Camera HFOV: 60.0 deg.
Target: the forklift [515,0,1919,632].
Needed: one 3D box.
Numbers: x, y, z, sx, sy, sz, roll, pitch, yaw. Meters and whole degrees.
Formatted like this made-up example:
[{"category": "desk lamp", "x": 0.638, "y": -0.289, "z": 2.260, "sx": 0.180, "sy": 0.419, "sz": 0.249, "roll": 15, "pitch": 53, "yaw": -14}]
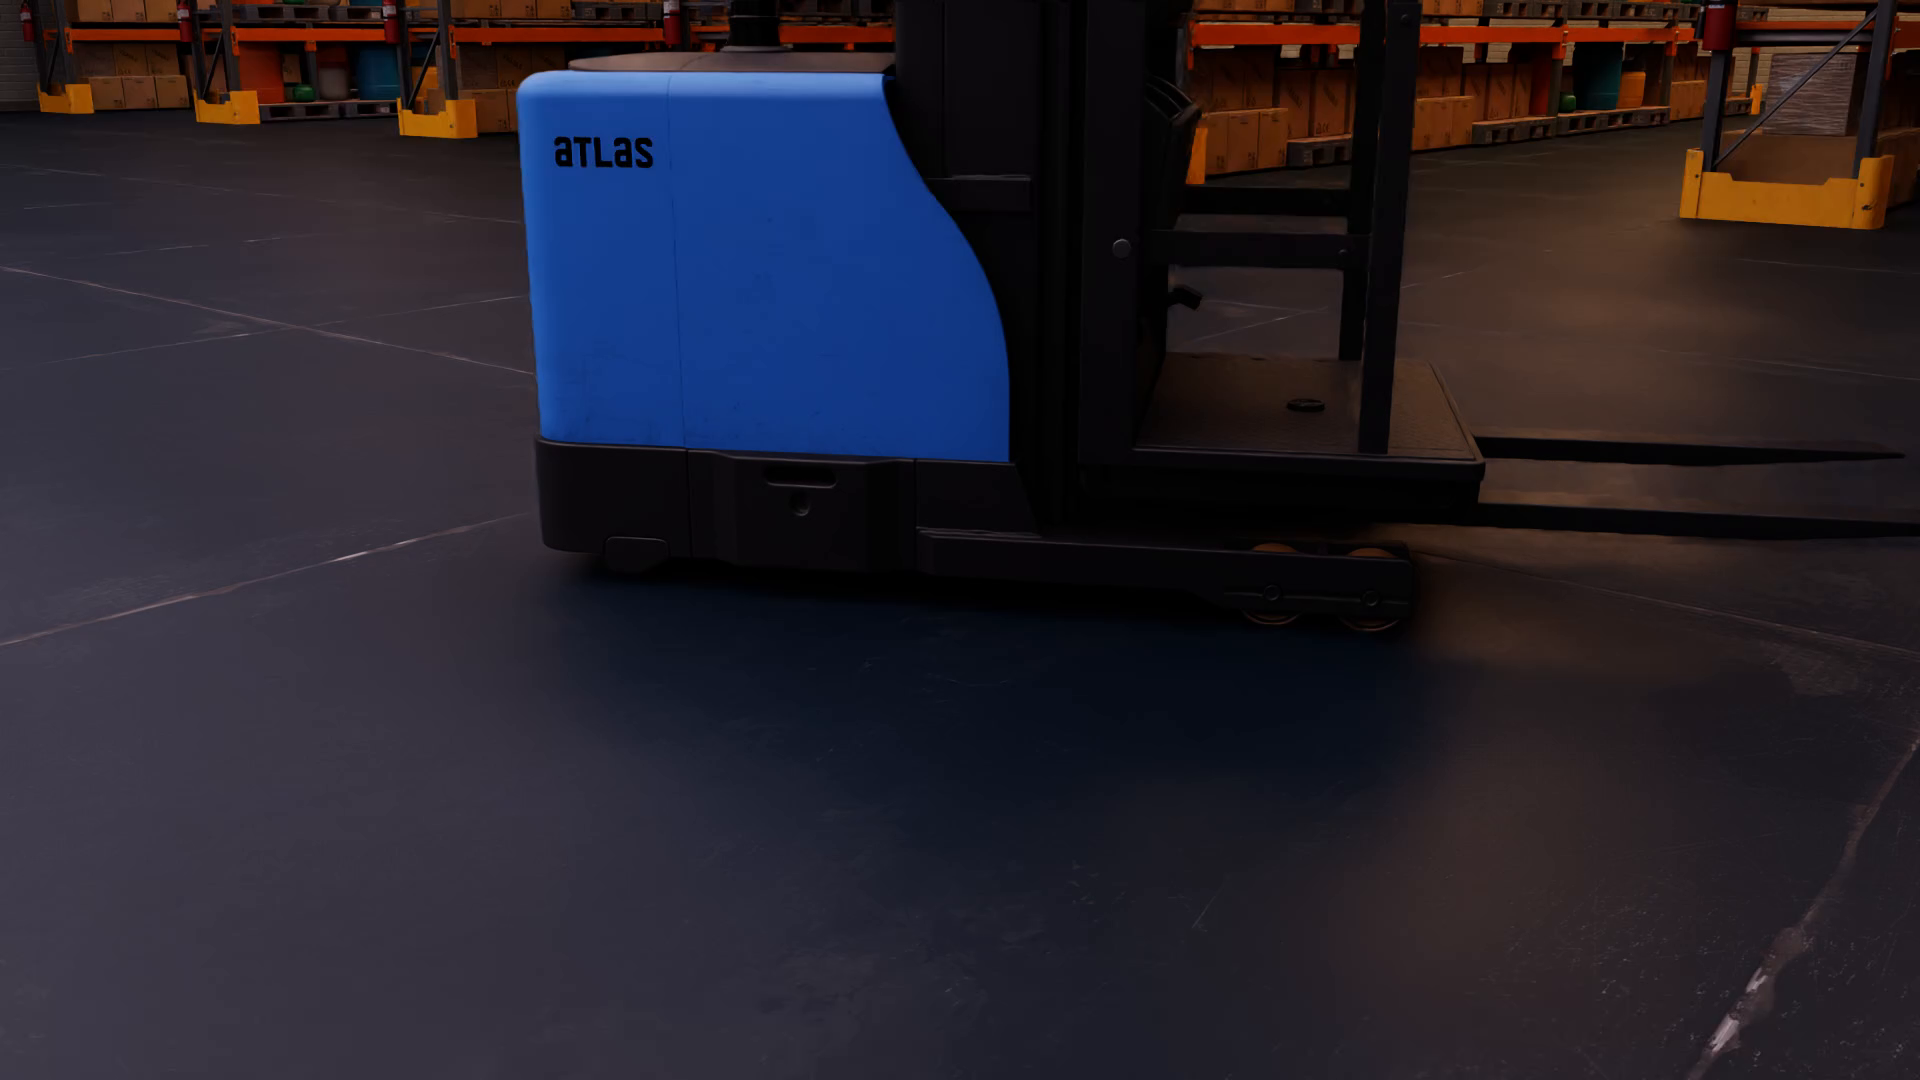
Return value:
[{"category": "forklift", "x": 0.636, "y": -1.385, "z": 3.458, "sx": 3.031, "sy": 2.935, "sz": 1.130, "roll": 3, "pitch": 17, "yaw": 10}]
